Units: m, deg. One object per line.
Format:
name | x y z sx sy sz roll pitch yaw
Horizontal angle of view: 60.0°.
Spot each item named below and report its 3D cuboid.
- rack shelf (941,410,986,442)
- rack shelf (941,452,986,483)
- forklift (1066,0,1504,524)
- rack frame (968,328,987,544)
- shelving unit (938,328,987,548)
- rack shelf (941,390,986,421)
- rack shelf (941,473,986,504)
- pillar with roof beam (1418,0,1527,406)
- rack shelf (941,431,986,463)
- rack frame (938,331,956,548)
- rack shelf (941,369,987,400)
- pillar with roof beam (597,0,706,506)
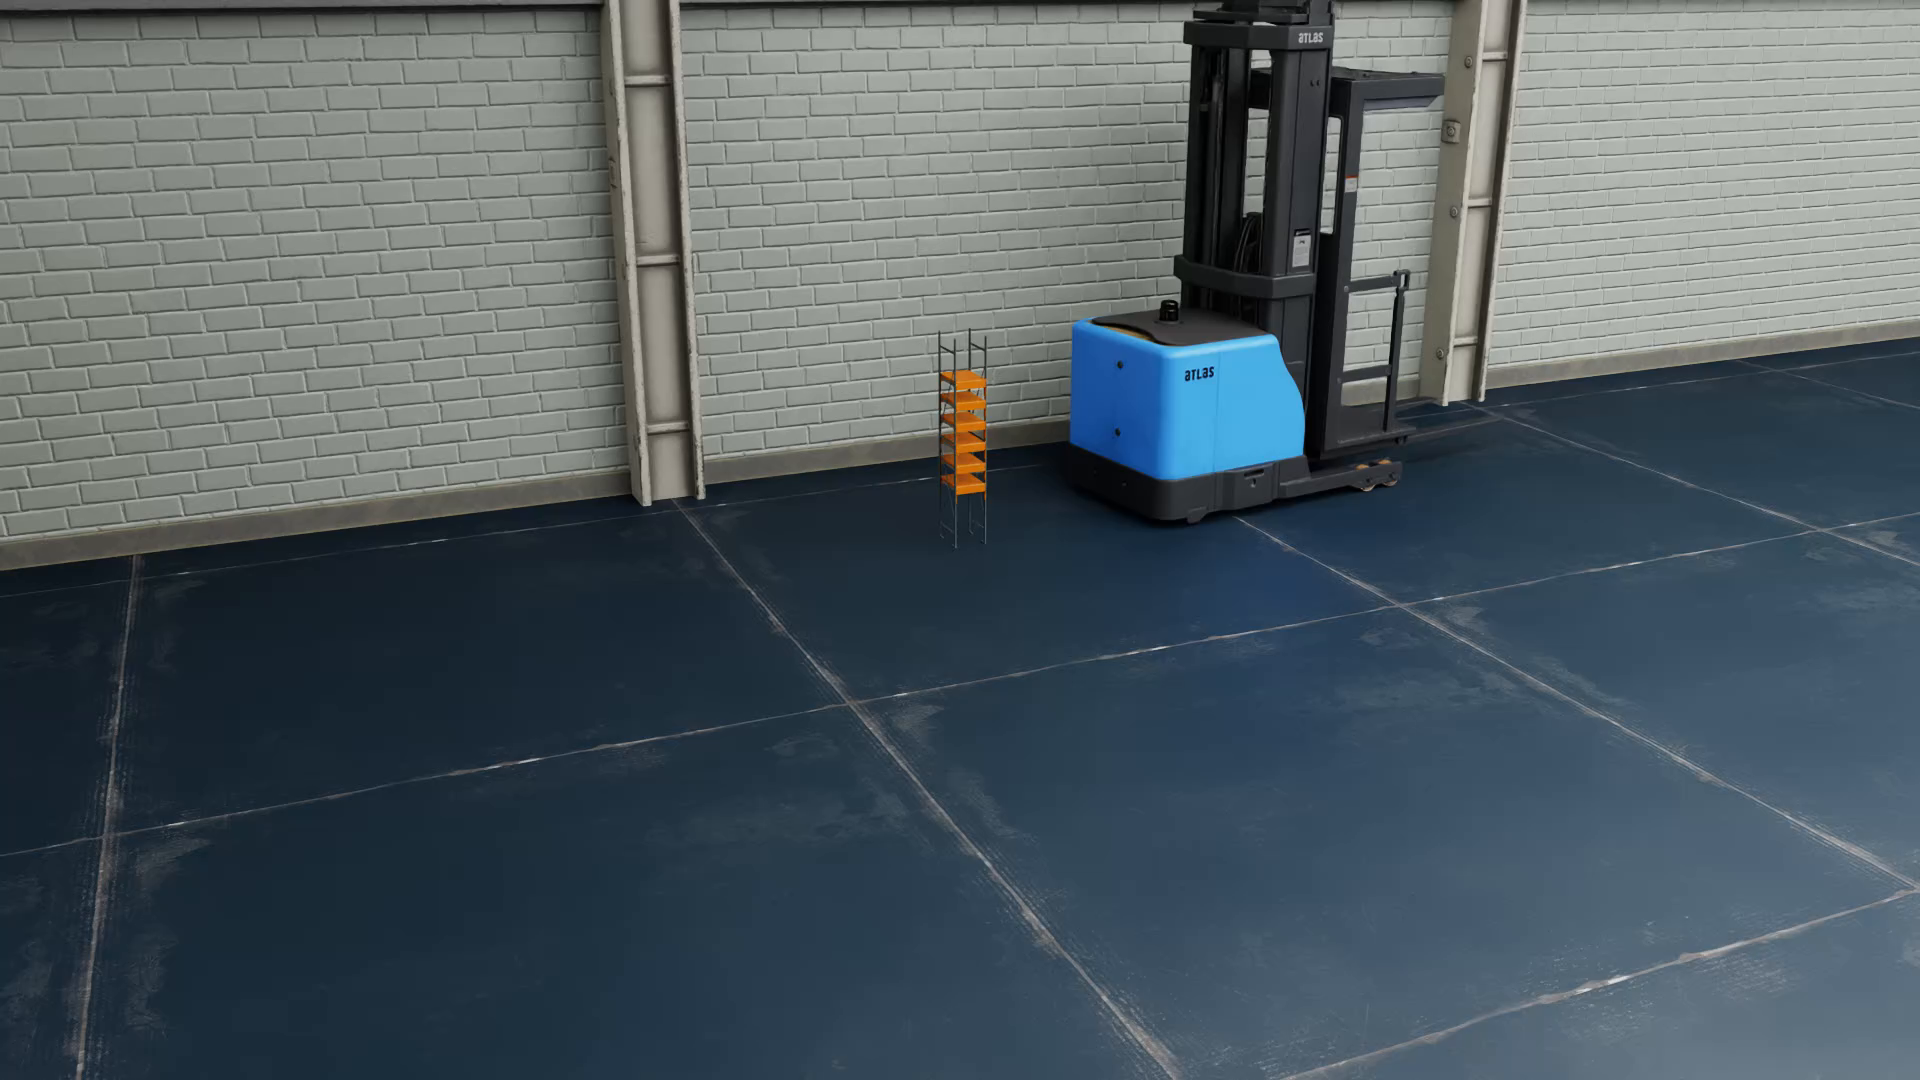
rack shelf | 0.013 -0.639 9.303 0.180 0.103 0.258 -8 21 -22
rack shelf | 0.013 -0.413 9.383 0.180 0.103 0.258 -8 21 -22
forklift | 2.191 -1.824 10.288 3.031 2.935 1.130 -11 22 -29
rack frame | 0.097 -0.580 9.362 0.006 1.200 0.240 -8 21 -22
shelving unit | 0.013 -0.568 9.328 0.189 1.200 0.258 -8 21 -22
rack shelf | 0.013 -0.752 9.263 0.180 0.103 0.258 -8 21 -22
rack shelf | 0.013 -0.300 9.423 0.180 0.103 0.258 -8 21 -22
pillar with roof beam | 5.406 -3.999 7.329 0.400 9.000 9.100 -8 21 -22
rack shelf | 0.013 -0.526 9.343 0.180 0.103 0.258 -8 21 -22
rack frame | -0.071 -0.556 9.294 0.006 1.200 0.240 -8 21 -22
rack shelf | 0.013 -0.866 9.223 0.180 0.103 0.258 -8 21 -22
pillar with roof beam | -0.103 -3.209 5.088 0.400 9.000 9.100 -8 21 -22
